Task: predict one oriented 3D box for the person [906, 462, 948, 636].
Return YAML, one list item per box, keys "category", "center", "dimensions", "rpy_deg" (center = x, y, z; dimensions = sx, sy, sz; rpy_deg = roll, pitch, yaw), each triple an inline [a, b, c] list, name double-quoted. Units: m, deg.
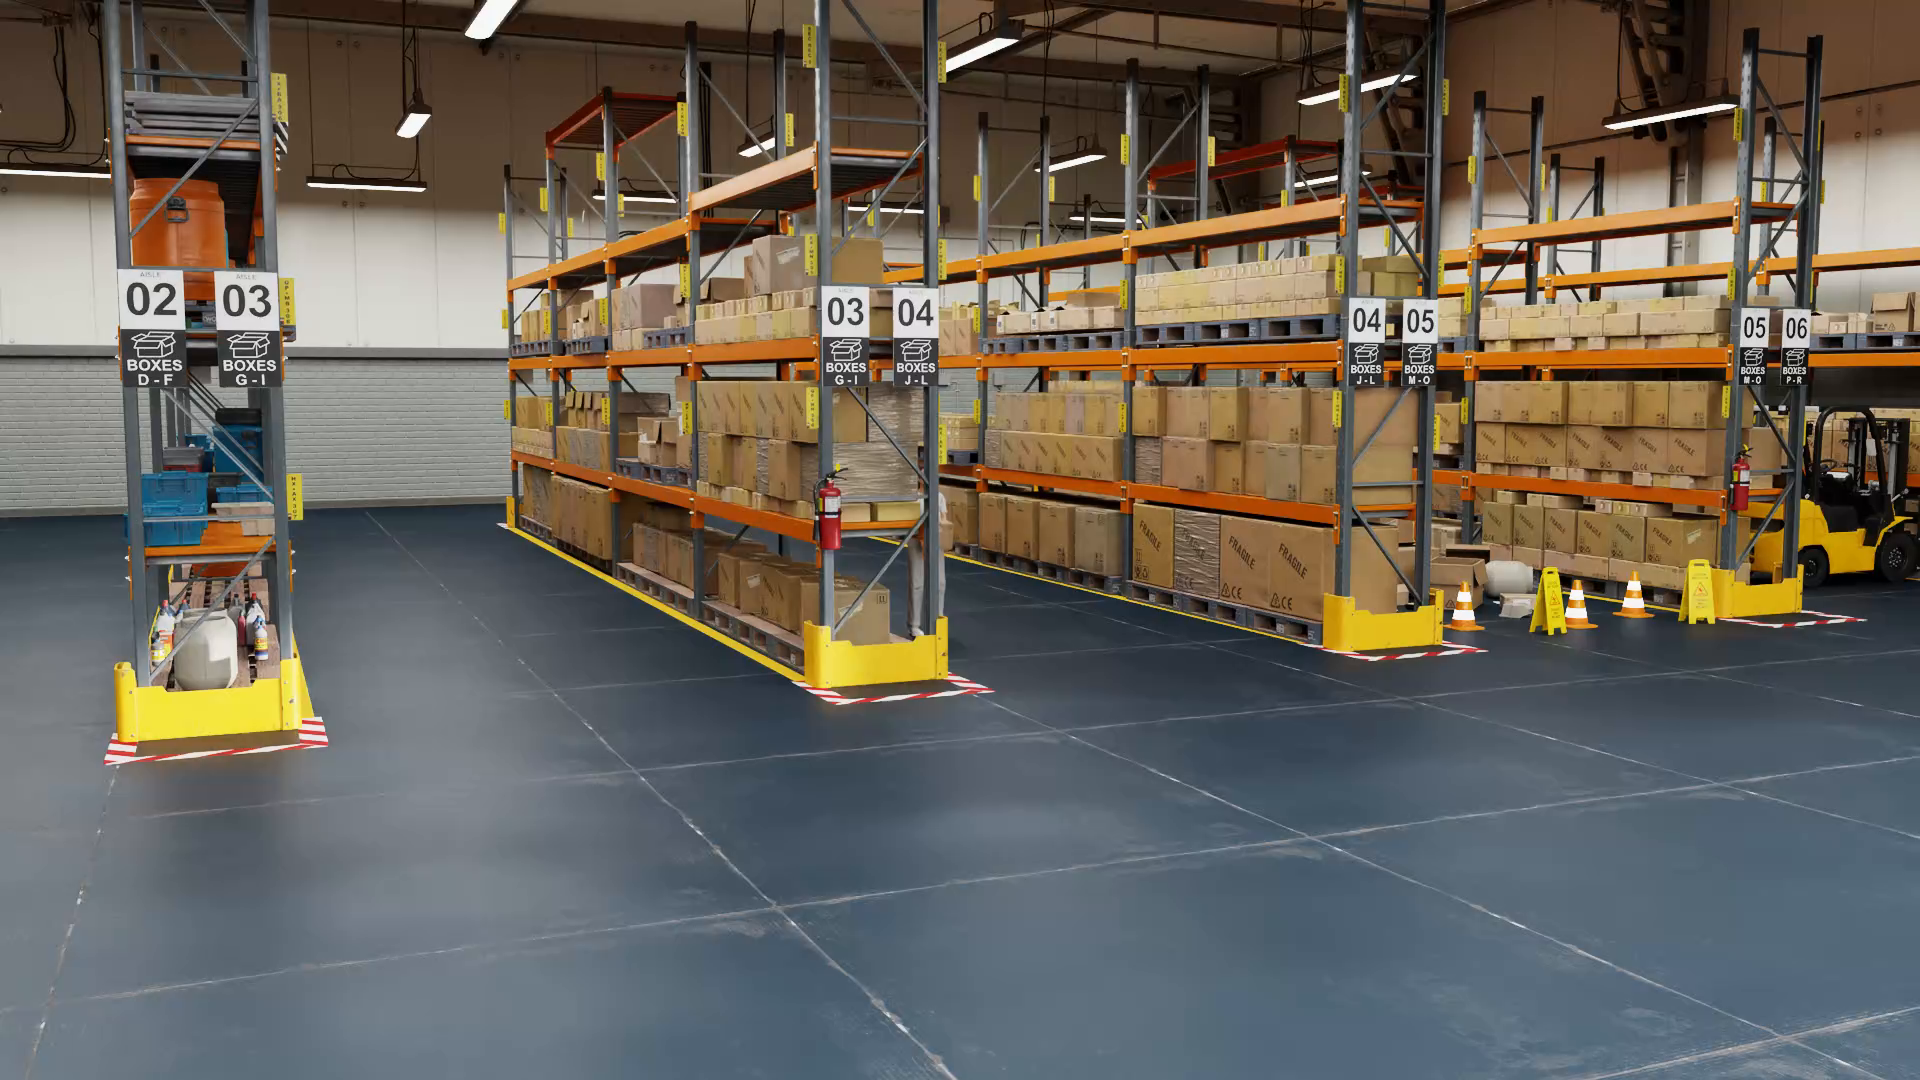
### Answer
- category: "person"
  center: [-0.302, 0.092, 16.037]
  dimensions: [0.454, 1.667, 0.533]
  rpy_deg: [-2, 6, -24]
